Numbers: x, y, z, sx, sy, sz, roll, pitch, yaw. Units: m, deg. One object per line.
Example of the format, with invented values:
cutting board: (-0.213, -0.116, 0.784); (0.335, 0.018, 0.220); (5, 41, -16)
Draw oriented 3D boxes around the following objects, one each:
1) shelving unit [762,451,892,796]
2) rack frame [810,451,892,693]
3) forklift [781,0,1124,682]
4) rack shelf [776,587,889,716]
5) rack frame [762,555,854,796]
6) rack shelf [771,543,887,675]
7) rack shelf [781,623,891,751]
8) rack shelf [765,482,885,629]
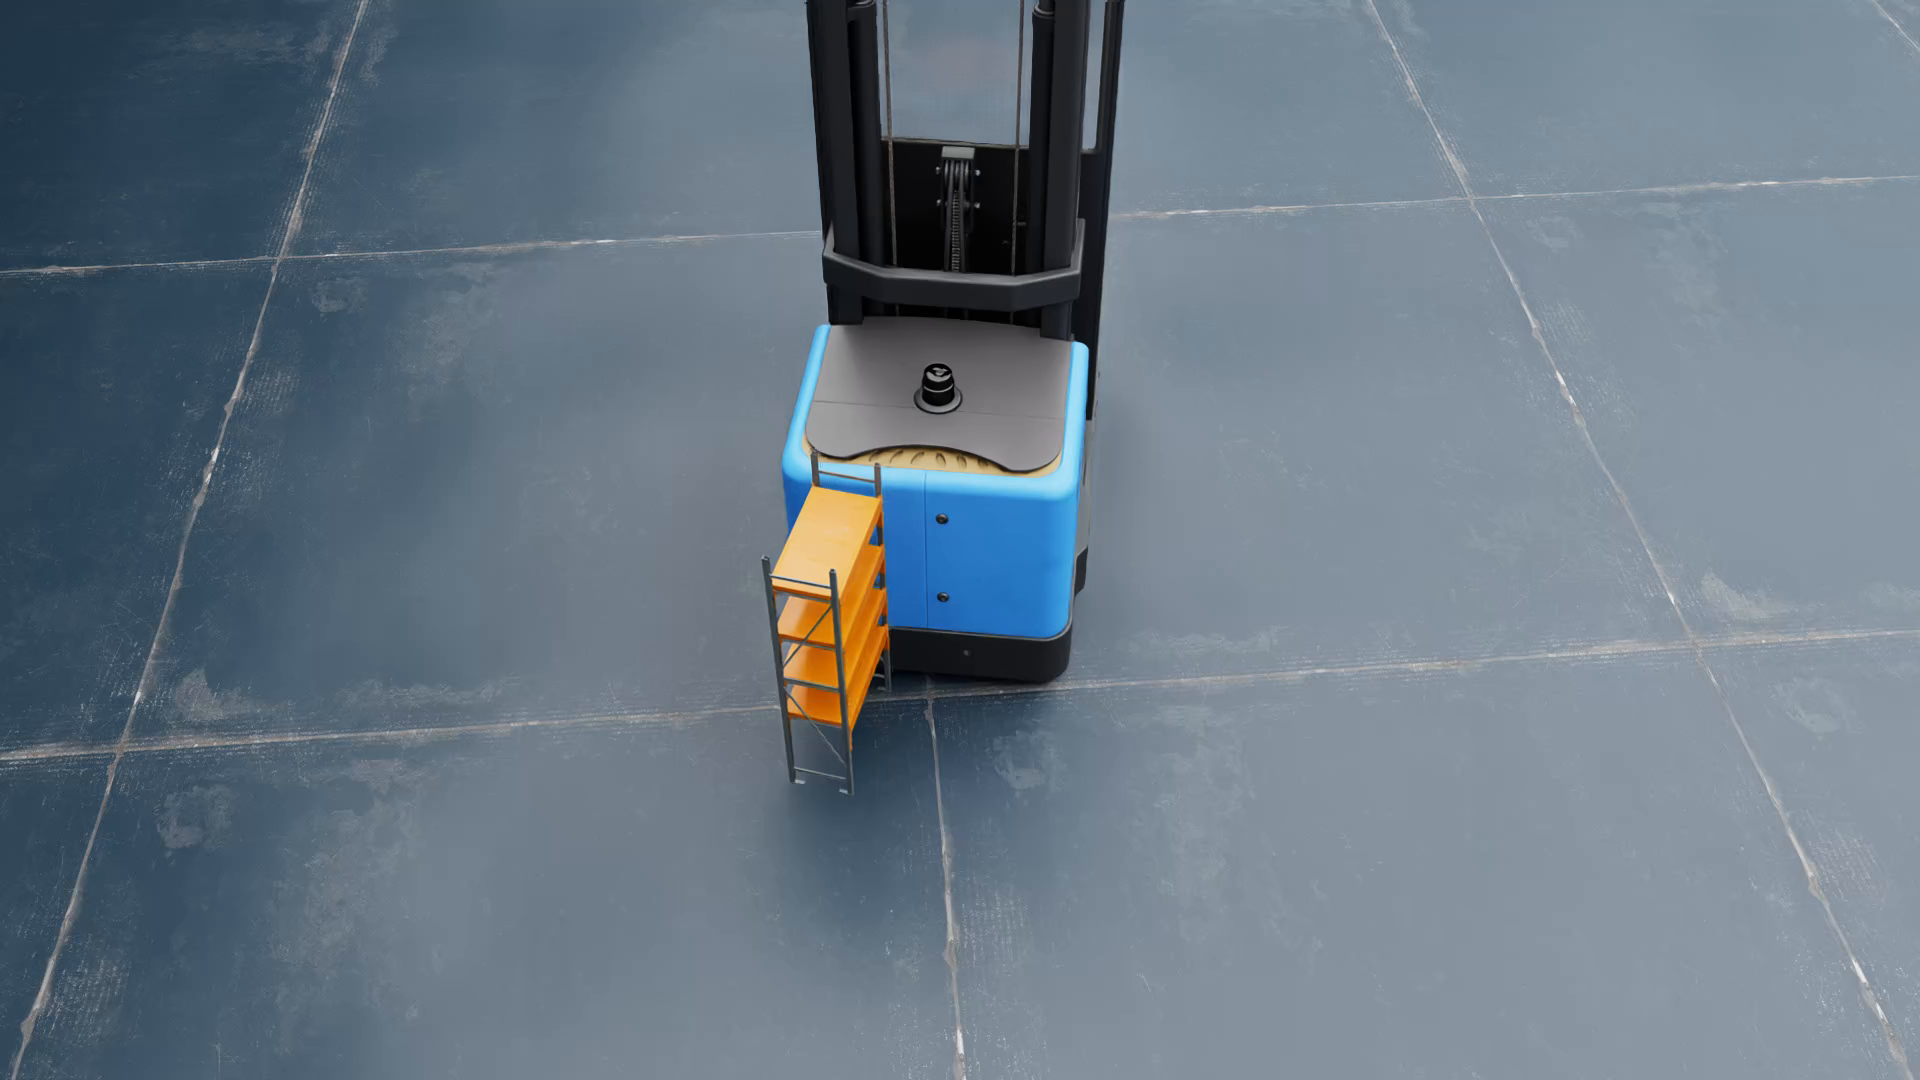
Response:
shelving unit: (-0.439, 0.315, 5.762); (0.258, 1.200, 0.503); (11, 47, 10)
rack frame: (-0.378, 0.143, 5.924); (0.240, 1.200, 0.015); (11, 47, 10)
forklift: (0.044, -1.550, 6.335); (1.130, 2.935, 3.031); (4, 47, 4)
rack shelf: (-0.439, 0.361, 5.811); (0.258, 0.148, 0.480); (11, 47, 10)
rack frame: (-0.500, 0.486, 5.599); (0.240, 1.200, 0.015); (11, 47, 10)
rack shelf: (-0.439, 0.207, 5.648); (0.258, 0.148, 0.480); (11, 47, 10)
rack shelf: (-0.439, 0.498, 5.955); (0.258, 0.148, 0.480); (11, 47, 10)
rack shelf: (-0.439, 0.045, 5.477); (0.258, 0.148, 0.480); (11, 47, 10)
